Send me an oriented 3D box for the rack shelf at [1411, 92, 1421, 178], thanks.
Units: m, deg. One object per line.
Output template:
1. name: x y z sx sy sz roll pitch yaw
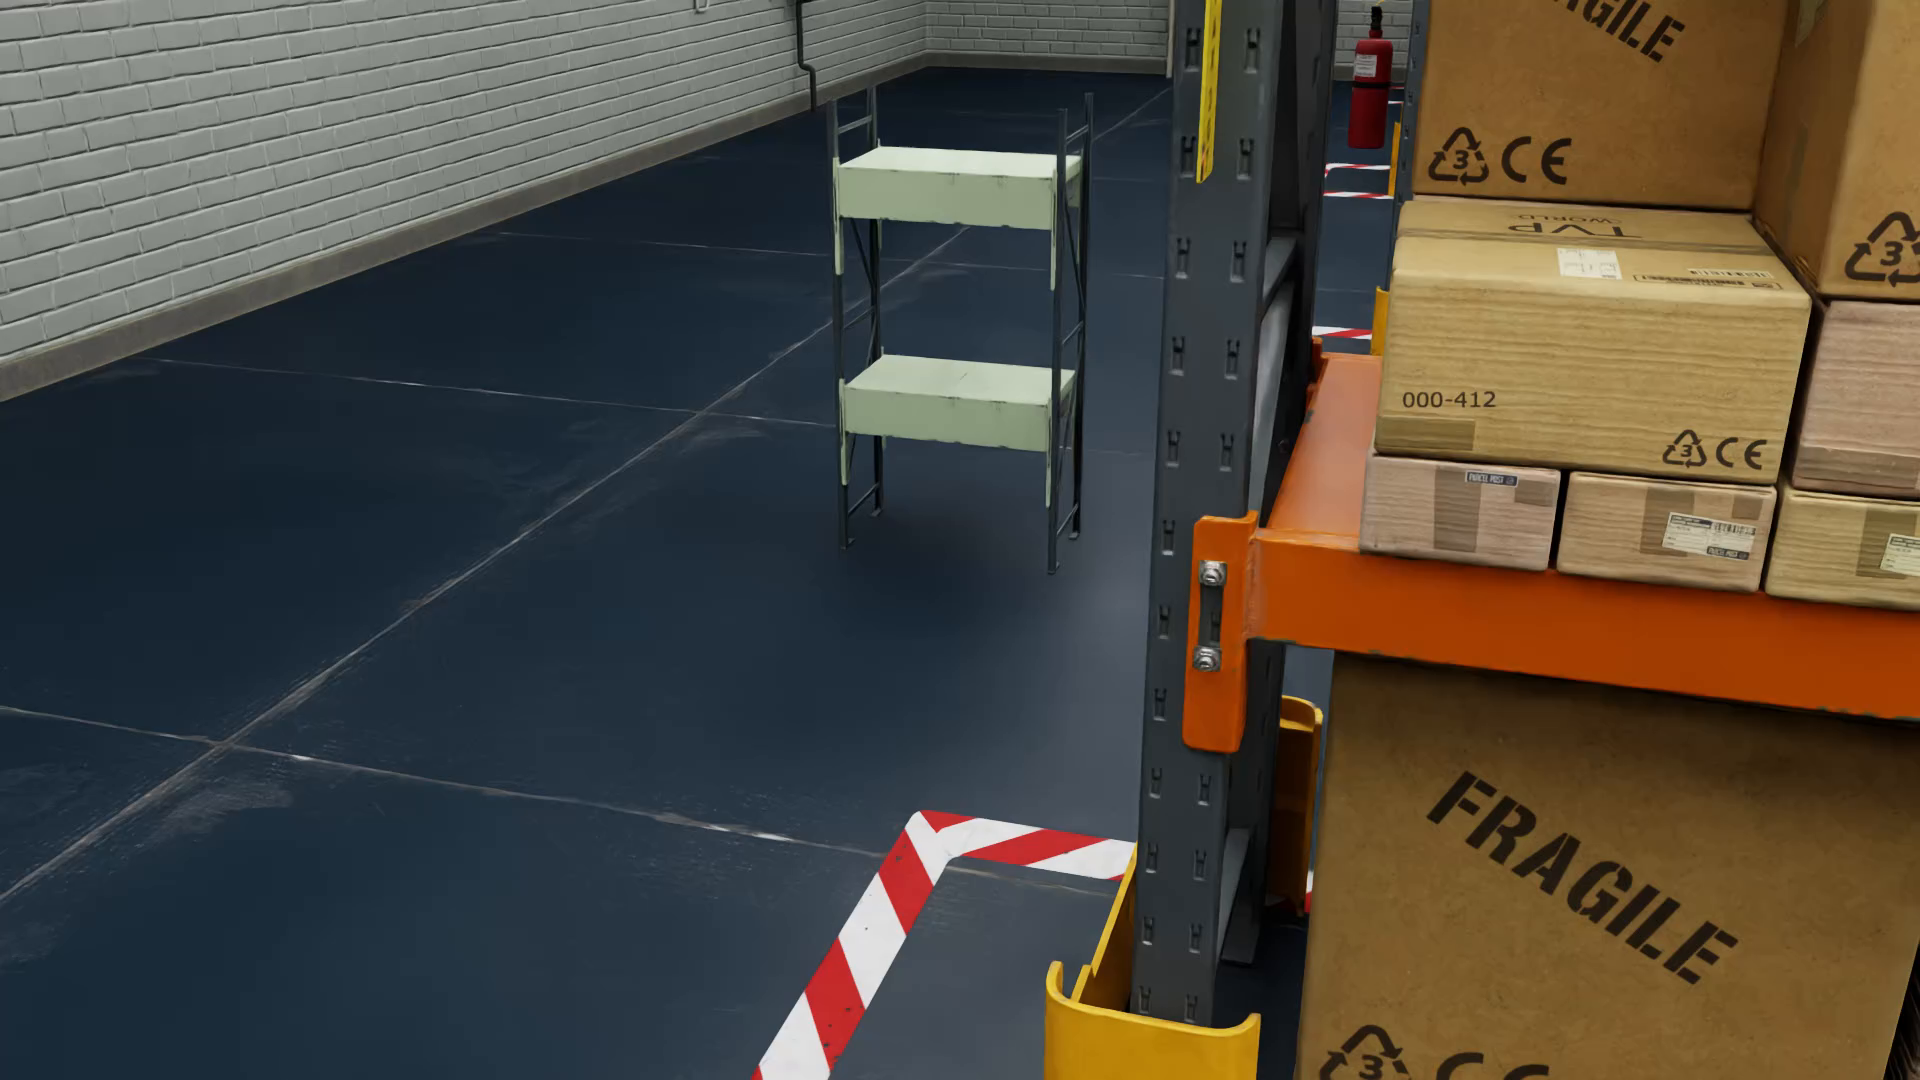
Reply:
1. rack shelf: 3.924 -1.618 6.711 4.000 0.370 1.077 7 23 16

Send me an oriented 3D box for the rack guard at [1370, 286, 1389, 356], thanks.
1. rack guard: 2.082 -1.006 7.563 0.348 0.500 1.175 7 23 16

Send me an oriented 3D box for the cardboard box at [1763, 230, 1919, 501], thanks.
1. cardboard box: 1.361 -0.242 2.214 0.500 0.250 0.500 6 23 15

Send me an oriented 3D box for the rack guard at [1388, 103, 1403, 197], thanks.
1. rack guard: 3.319 -2.826 12.001 0.348 0.500 1.175 7 23 16

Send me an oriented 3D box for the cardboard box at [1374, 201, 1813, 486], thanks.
1. cardboard box: 0.861 -0.297 2.347 0.500 0.250 0.500 6 23 14

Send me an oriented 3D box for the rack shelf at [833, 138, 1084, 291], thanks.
1. rack shelf: 0.006 -1.054 5.336 0.720 0.370 0.431 7 23 16

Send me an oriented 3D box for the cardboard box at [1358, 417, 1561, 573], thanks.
1. cardboard box: 0.724 -0.105 2.403 0.250 0.149 0.380 7 23 16

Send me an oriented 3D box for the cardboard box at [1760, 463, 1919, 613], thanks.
1. cardboard box: 1.216 -0.049 2.268 0.250 0.149 0.380 6 23 14

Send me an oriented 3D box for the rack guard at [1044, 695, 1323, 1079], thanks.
1. rack guard: 0.457 0.774 3.224 0.348 0.500 1.175 7 23 16

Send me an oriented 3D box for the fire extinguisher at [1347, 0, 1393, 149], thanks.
1. fire extinguisher: 1.901 -2.158 7.671 0.183 0.674 0.296 7 23 16

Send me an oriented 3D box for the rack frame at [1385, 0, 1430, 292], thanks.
1. rack frame: 2.009 -2.171 7.109 0.127 3.000 1.000 7 23 16

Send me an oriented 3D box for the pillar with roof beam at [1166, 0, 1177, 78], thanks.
1. pillar with roof beam: 1.208 -7.618 12.485 0.400 9.000 9.100 7 23 16

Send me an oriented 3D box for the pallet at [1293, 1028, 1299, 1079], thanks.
1. pallet: 1.268 0.970 3.128 1.213 0.211 1.003 7 23 16

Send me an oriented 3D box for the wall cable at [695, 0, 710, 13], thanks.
1. wall cable: -2.063 -5.074 12.808 0.123 1.953 0.585 7 23 16

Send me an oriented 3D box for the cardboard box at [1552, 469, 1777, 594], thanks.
1. cardboard box: 0.970 -0.077 2.336 0.250 0.149 0.380 6 23 15

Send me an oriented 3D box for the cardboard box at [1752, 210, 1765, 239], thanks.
1. cardboard box: 1.506 -0.435 2.684 0.500 0.250 0.500 6 23 15

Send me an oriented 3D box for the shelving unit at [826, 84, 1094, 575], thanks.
1. shelving unit: 0.006 -0.693 5.484 0.755 1.500 0.431 7 23 16

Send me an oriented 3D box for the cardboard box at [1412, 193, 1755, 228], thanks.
1. cardboard box: 1.020 -0.491 2.820 0.500 0.250 0.500 6 23 15

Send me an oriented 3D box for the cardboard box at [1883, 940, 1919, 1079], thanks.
1. cardboard box: 1.987 0.550 2.723 0.875 0.875 0.875 7 23 16

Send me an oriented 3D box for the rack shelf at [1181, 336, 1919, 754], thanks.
1. rack shelf: 2.395 0.173 2.345 4.000 0.370 1.077 7 23 16

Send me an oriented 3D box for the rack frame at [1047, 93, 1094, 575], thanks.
1. rack frame: 0.357 -0.653 5.386 0.023 1.500 0.400 7 23 16

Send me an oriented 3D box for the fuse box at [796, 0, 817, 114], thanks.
1. fuse box: -1.316 -4.741 15.073 0.414 1.711 0.539 7 23 16

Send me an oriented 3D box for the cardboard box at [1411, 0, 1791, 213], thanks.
1. cardboard box: 1.022 -0.837 2.675 0.500 0.500 0.500 7 23 16

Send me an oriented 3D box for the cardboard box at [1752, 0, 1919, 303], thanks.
1. cardboard box: 1.340 -0.589 2.071 0.500 0.500 0.500 6 23 14

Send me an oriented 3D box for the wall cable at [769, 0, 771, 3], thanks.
1. wall cable: -1.664 -5.576 14.073 0.122 1.984 0.588 7 23 16

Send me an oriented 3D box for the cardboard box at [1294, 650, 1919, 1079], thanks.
1. cardboard box: 1.116 0.450 2.966 0.875 0.875 0.875 7 23 16

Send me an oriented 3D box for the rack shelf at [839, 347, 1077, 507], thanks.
1. rack shelf: 0.006 -0.392 5.607 0.720 0.370 0.431 7 23 16

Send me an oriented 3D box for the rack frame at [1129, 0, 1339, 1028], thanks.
1. rack frame: 0.480 -0.380 2.743 0.127 3.000 1.000 7 23 16

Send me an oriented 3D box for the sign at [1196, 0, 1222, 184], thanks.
1. sign: 0.314 -0.616 2.074 0.005 0.325 0.100 7 23 16

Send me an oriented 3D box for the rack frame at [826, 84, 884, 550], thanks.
1. rack frame: -0.344 -0.733 5.581 0.023 1.500 0.400 7 23 16
